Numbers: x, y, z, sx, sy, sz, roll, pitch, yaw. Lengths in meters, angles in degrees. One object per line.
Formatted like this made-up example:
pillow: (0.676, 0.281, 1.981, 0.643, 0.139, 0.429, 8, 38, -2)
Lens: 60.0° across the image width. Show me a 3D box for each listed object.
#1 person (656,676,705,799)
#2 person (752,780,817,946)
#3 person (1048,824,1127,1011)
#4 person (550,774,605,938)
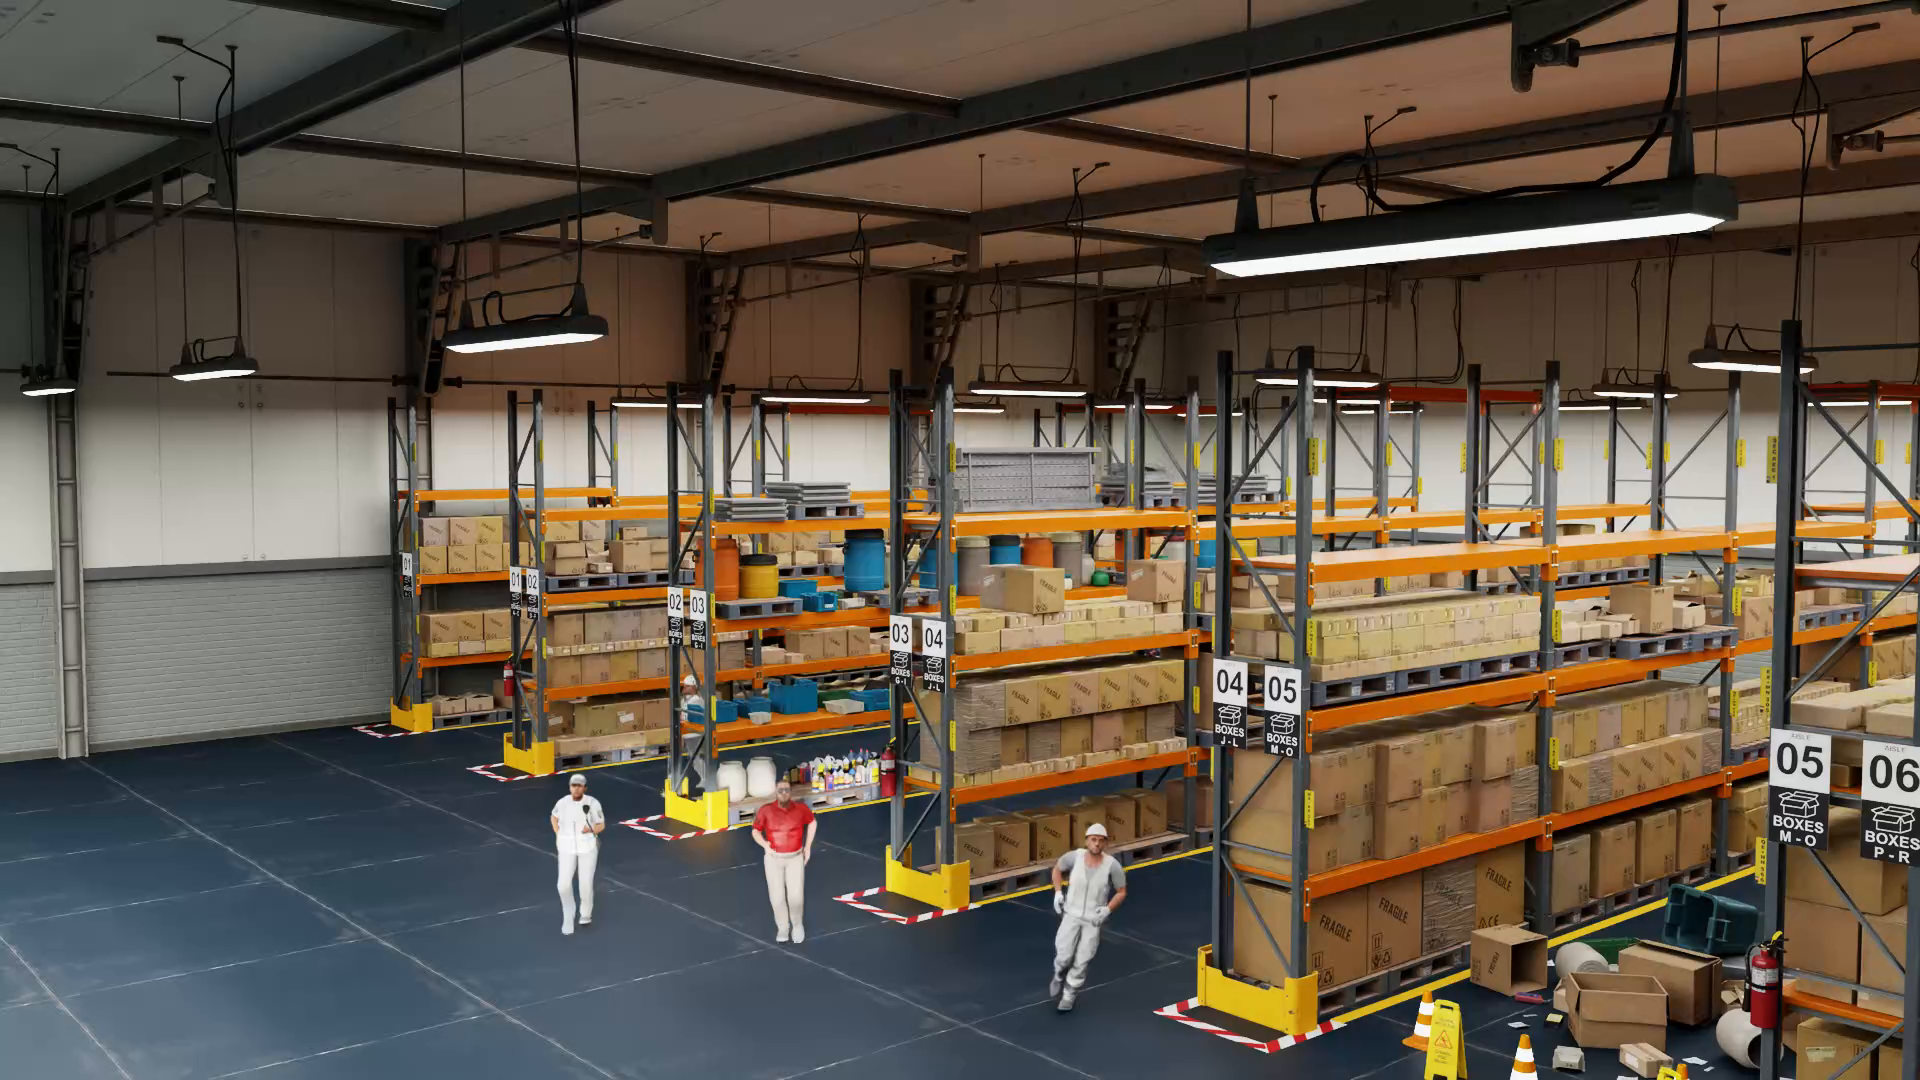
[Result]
person: (-3.972, 2.872, 24.315, 0.668, 1.794, 0.893, 3, 5, 44)
person: (-1.804, 3.321, 17.041, 0.656, 1.714, 0.663, 0, 3, -3)
person: (1.146, 3.423, 15.034, 0.720, 1.728, 0.558, 0, 3, 6)
person: (-4.040, 3.322, 17.535, 0.584, 1.715, 0.678, 0, 3, -7)
